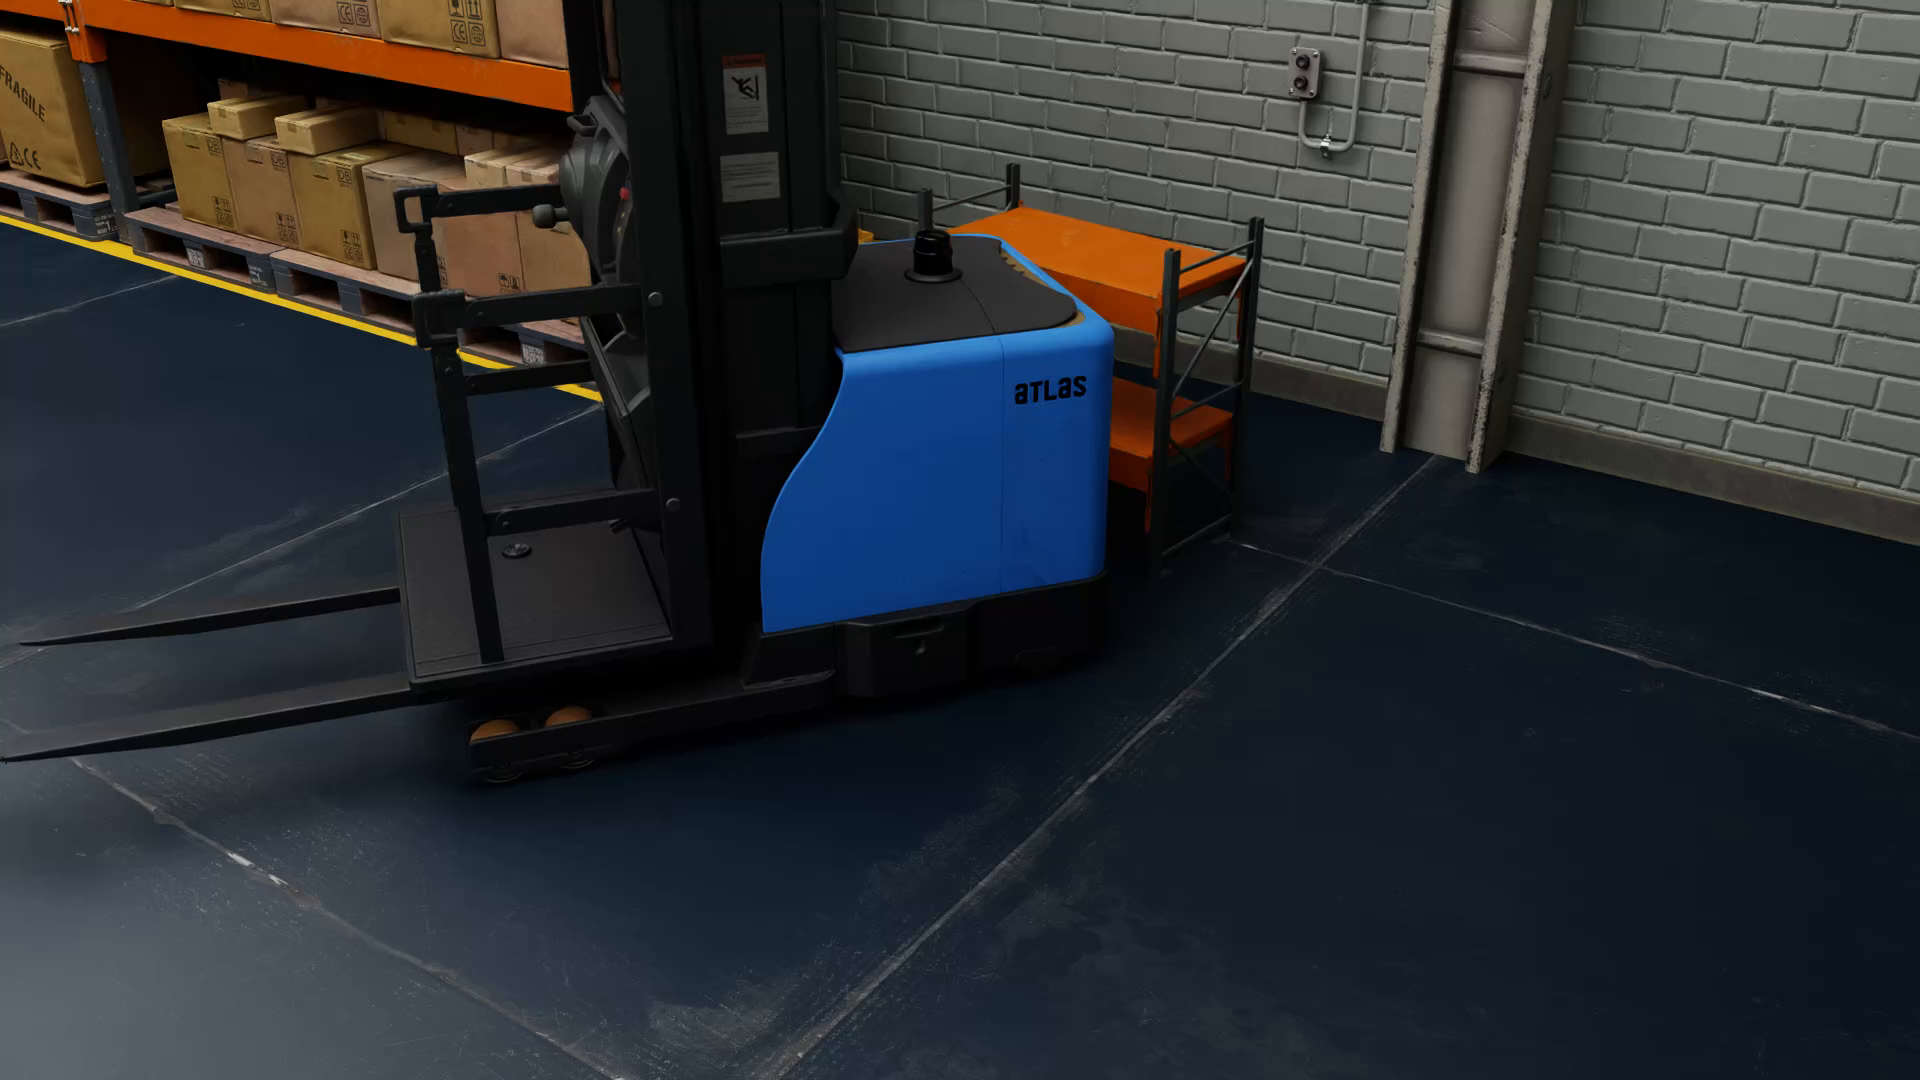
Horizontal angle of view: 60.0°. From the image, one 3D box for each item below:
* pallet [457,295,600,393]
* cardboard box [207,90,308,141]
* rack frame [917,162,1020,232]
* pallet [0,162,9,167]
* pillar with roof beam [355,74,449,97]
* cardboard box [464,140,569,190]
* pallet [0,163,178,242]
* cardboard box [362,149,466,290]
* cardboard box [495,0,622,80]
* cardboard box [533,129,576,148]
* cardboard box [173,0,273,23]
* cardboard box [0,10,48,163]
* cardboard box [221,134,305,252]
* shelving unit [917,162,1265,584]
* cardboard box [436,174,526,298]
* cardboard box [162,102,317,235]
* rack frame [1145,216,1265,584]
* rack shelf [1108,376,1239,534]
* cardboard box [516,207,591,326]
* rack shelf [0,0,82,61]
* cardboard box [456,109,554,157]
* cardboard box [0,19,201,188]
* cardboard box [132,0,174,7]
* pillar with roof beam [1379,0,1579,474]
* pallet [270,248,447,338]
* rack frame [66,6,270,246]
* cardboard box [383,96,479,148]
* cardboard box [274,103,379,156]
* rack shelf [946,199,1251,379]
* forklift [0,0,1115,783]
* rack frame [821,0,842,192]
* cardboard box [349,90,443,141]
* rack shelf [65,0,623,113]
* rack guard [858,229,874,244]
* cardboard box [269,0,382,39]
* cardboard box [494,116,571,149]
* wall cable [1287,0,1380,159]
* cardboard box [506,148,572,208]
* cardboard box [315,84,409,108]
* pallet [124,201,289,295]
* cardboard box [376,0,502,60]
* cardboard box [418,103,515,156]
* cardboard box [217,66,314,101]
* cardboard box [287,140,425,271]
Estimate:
[{"bbox_3d":[-1.547,-0.996,7.474,1.213,0.211,1.003,17,32,30],"label":"pallet"},{"bbox_3d":[-3.403,-2.065,8.079,0.250,0.149,0.380,19,32,32],"label":"cardboard box"},{"bbox_3d":[0.035,-0.753,5.989,0.032,1.125,0.500,22,34,37],"label":"rack frame"},{"bbox_3d":[-5.829,-2.330,10.095,1.213,0.211,1.003,17,32,30],"label":"pallet"},{"bbox_3d":[-5.511,-4.297,4.272,0.400,9.000,9.100,17,32,30],"label":"pillar with roof beam"},{"bbox_3d":[-1.897,-1.597,7.159,0.250,0.149,0.380,18,32,32],"label":"cardboard box"},{"bbox_3d":[-4.819,-2.017,9.480,1.213,0.211,1.003,17,32,30],"label":"pallet"},{"bbox_3d":[-2.304,-1.535,7.752,0.500,0.500,0.700,16,31,29],"label":"cardboard box"},{"bbox_3d":[-1.269,-2.323,6.677,0.700,0.700,0.980,19,33,33],"label":"cardboard box"},{"bbox_3d":[-1.679,-1.739,7.438,0.250,0.149,0.380,17,32,30],"label":"cardboard box"},{"bbox_3d":[-3.104,-2.888,7.787,0.700,0.700,0.980,16,31,29],"label":"cardboard box"},{"bbox_3d":[-5.484,-2.664,9.585,0.750,0.750,0.750,18,32,32],"label":"cardboard box"},{"bbox_3d":[-3.170,-1.802,8.277,0.500,0.500,0.700,17,32,30],"label":"cardboard box"},{"bbox_3d":[0.412,-0.598,5.685,1.048,1.125,0.538,22,34,37],"label":"shelving unit"},{"bbox_3d":[-1.889,-1.406,7.499,0.500,0.500,0.700,17,32,30],"label":"cardboard box"},{"bbox_3d":[-3.582,-1.932,8.533,0.500,0.500,0.700,18,32,31],"label":"cardboard box"},{"bbox_3d":[0.790,-0.444,5.382,0.032,1.125,0.500,22,34,37],"label":"rack frame"},{"bbox_3d":[0.412,-0.380,5.796,1.000,0.278,0.538,22,34,37],"label":"rack shelf"},{"bbox_3d":[-1.477,-1.278,7.247,0.500,0.500,0.700,17,32,30],"label":"cardboard box"},{"bbox_3d":[-5.789,-3.282,9.686,4.000,0.370,1.077,17,32,30],"label":"rack shelf"},{"bbox_3d":[-2.095,-1.869,7.693,0.250,0.149,0.380,18,32,31],"label":"cardboard box"},{"bbox_3d":[-4.750,-2.437,9.138,0.750,0.750,0.750,18,32,31],"label":"cardboard box"},{"bbox_3d":[-3.702,-3.078,8.160,0.700,0.700,0.980,18,32,31],"label":"cardboard box"},{"bbox_3d":[-0.565,-2.757,1.245,0.400,9.000,9.100,17,32,30],"label":"pillar with roof beam"},{"bbox_3d":[-2.548,-1.309,8.090,1.213,0.211,1.003,17,32,30],"label":"pallet"},{"bbox_3d":[-4.140,-3.089,8.513,0.127,3.000,1.000,17,32,30],"label":"rack frame"},{"bbox_3d":[-2.515,-2.000,7.950,0.250,0.149,0.380,17,31,29],"label":"cardboard box"},{"bbox_3d":[-2.973,-1.931,7.815,0.250,0.149,0.380,16,31,29],"label":"cardboard box"},{"bbox_3d":[0.412,-0.859,5.552,1.000,0.278,0.538,22,34,37],"label":"rack shelf"},{"bbox_3d":[-1.132,-0.924,4.334,3.031,2.935,1.130,-9,28,-17],"label":"forklift"},{"bbox_3d":[-0.843,-2.062,6.495,0.127,3.000,1.000,17,32,30],"label":"rack frame"},{"bbox_3d":[-2.728,-2.066,8.079,0.250,0.149,0.380,18,32,31],"label":"cardboard box"},{"bbox_3d":[-2.492,-2.255,7.667,4.000,0.370,1.077,17,32,30],"label":"rack shelf"},{"bbox_3d":[-0.823,-0.942,7.050,0.348,0.500,1.175,17,32,30],"label":"rack guard"},{"bbox_3d":[-2.498,-2.705,7.427,0.700,0.700,0.980,16,31,28],"label":"cardboard box"},{"bbox_3d":[-1.885,-1.804,7.565,0.250,0.149,0.380,18,32,31],"label":"cardboard box"},{"bbox_3d":[0.748,-2.540,6.313,1.851,1.984,0.084,17,32,30],"label":"wall cable"},{"bbox_3d":[-1.686,-1.532,7.030,0.250,0.149,0.380,17,31,30],"label":"cardboard box"},{"bbox_3d":[-2.936,-2.131,8.208,0.250,0.149,0.380,16,31,29],"label":"cardboard box"},{"bbox_3d":[-3.558,-1.622,8.705,1.213,0.211,1.003,17,32,30],"label":"pallet"},{"bbox_3d":[-1.875,-2.506,7.036,0.700,0.700,0.980,17,32,30],"label":"cardboard box"},{"bbox_3d":[-2.307,-1.934,7.822,0.250,0.149,0.380,18,32,31],"label":"cardboard box"},{"bbox_3d":[-3.589,-2.333,8.604,0.250,0.149,0.380,17,32,30],"label":"cardboard box"},{"bbox_3d":[-2.748,-1.669,8.016,0.500,0.500,0.700,18,32,31],"label":"cardboard box"}]
